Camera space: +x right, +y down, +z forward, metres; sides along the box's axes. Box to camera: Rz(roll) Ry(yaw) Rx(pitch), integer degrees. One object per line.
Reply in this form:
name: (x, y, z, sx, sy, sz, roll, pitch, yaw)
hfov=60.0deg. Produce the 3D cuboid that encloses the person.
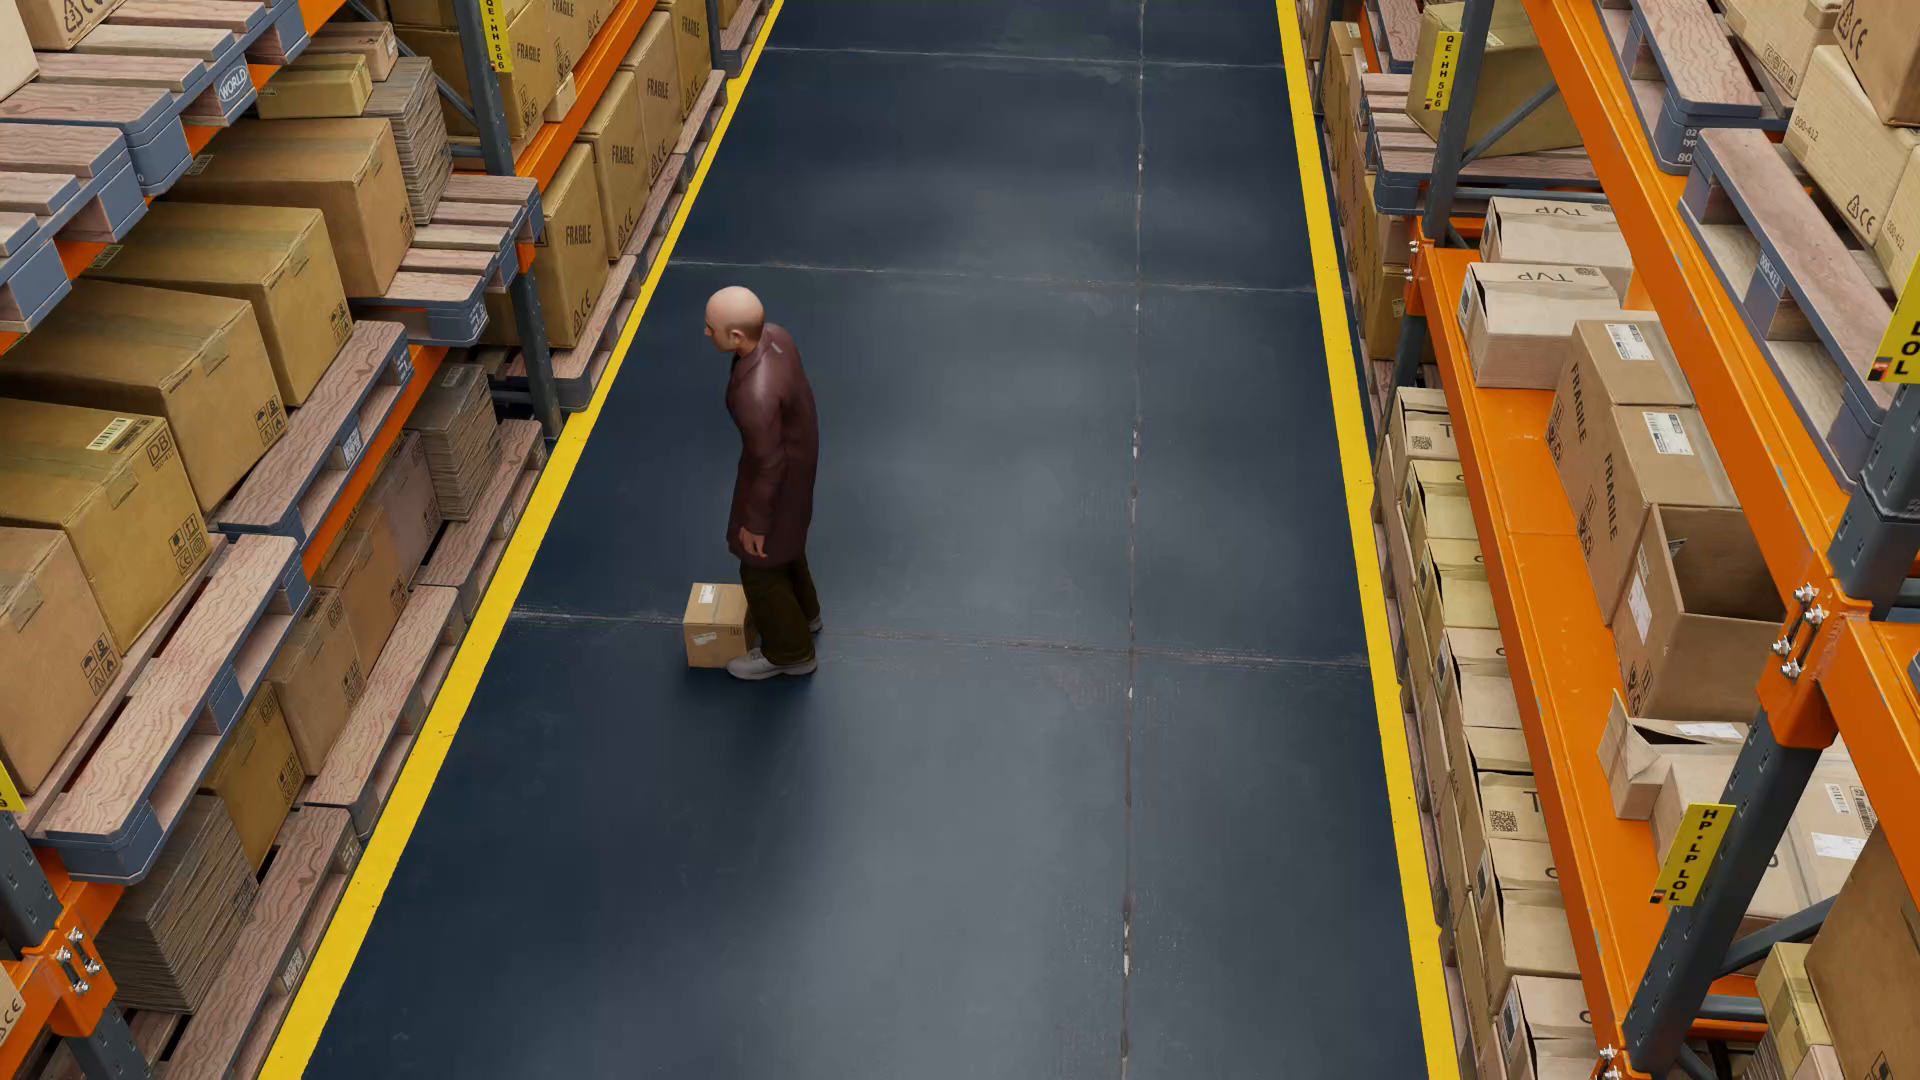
person: (-0.749, -0.211, 6.424, 0.429, 1.772, 0.649, 1, 40, 1)
